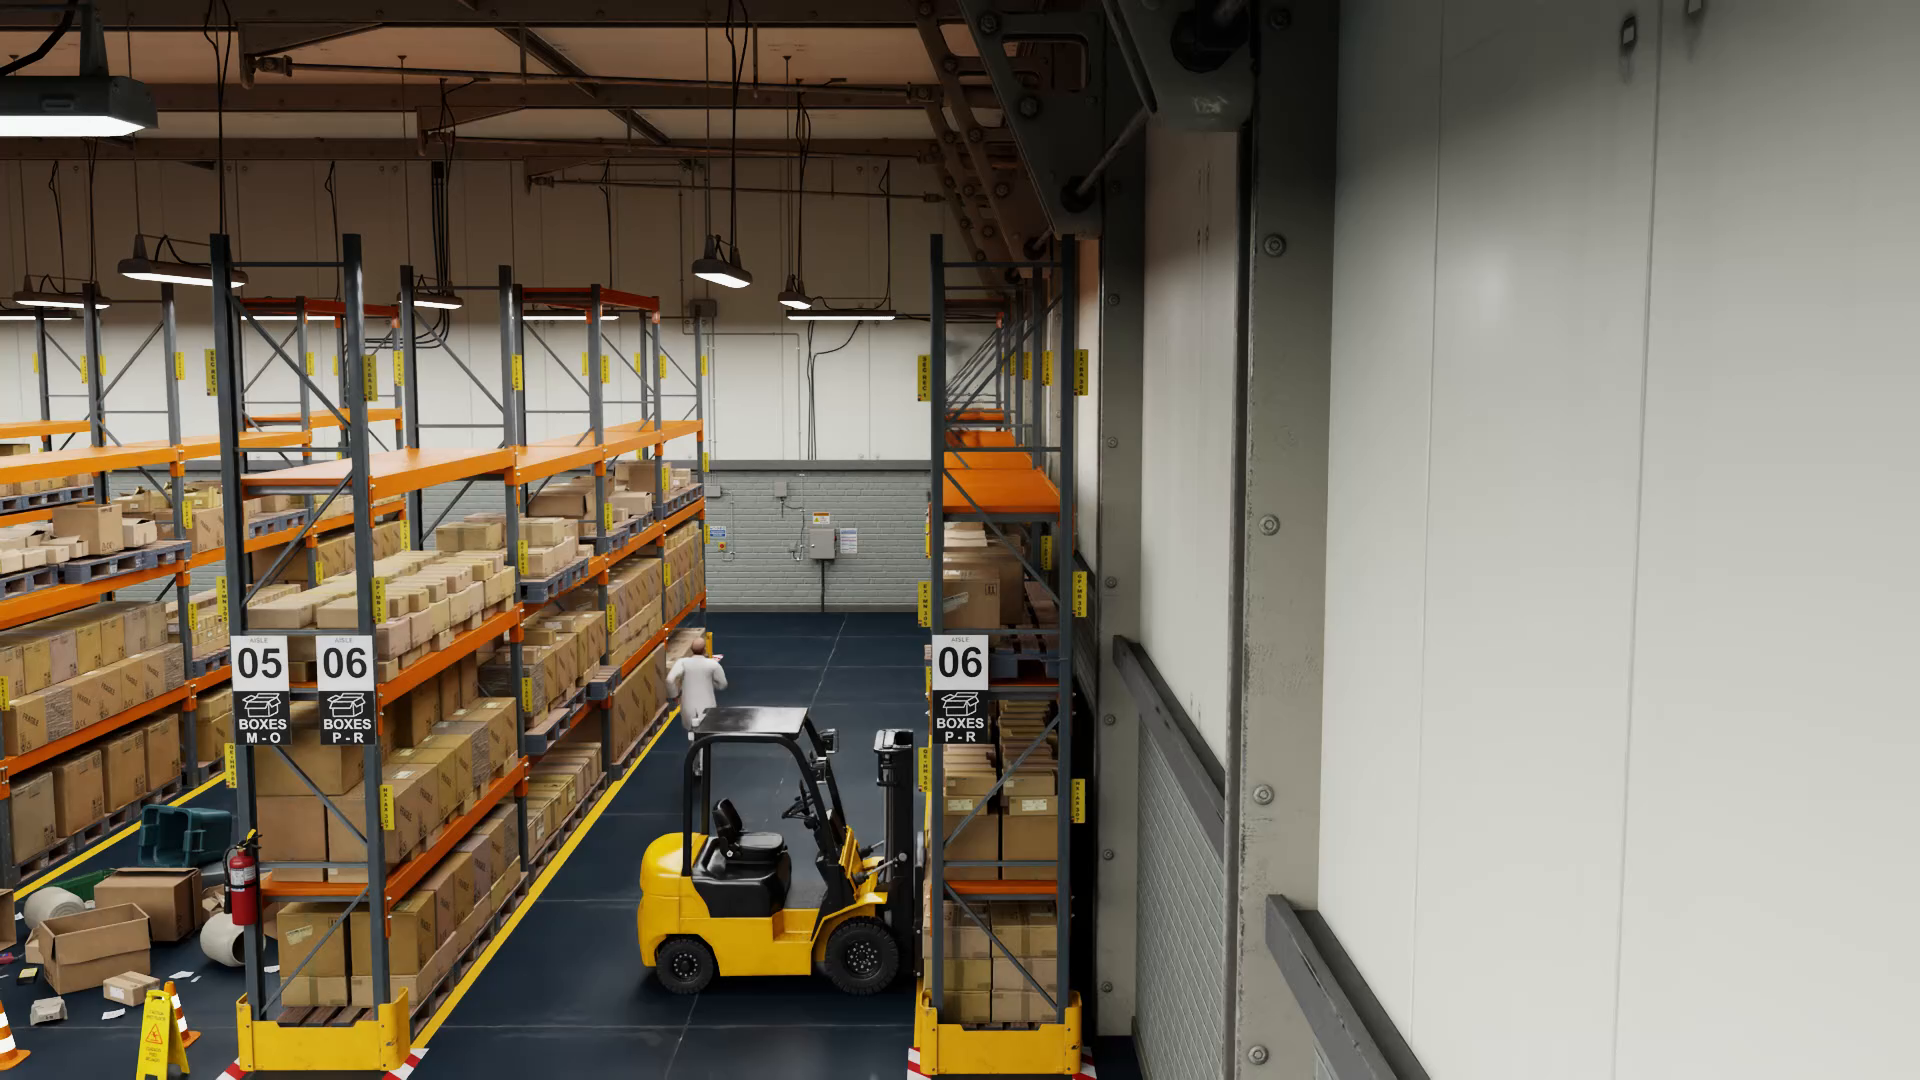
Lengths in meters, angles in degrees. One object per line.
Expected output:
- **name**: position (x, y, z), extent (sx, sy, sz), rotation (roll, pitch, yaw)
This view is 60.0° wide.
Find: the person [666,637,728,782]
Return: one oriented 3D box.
- **person**: position (-3.162, 2.072, 20.060), extent (0.718, 1.791, 1.047), rotation (0, 6, 1)
